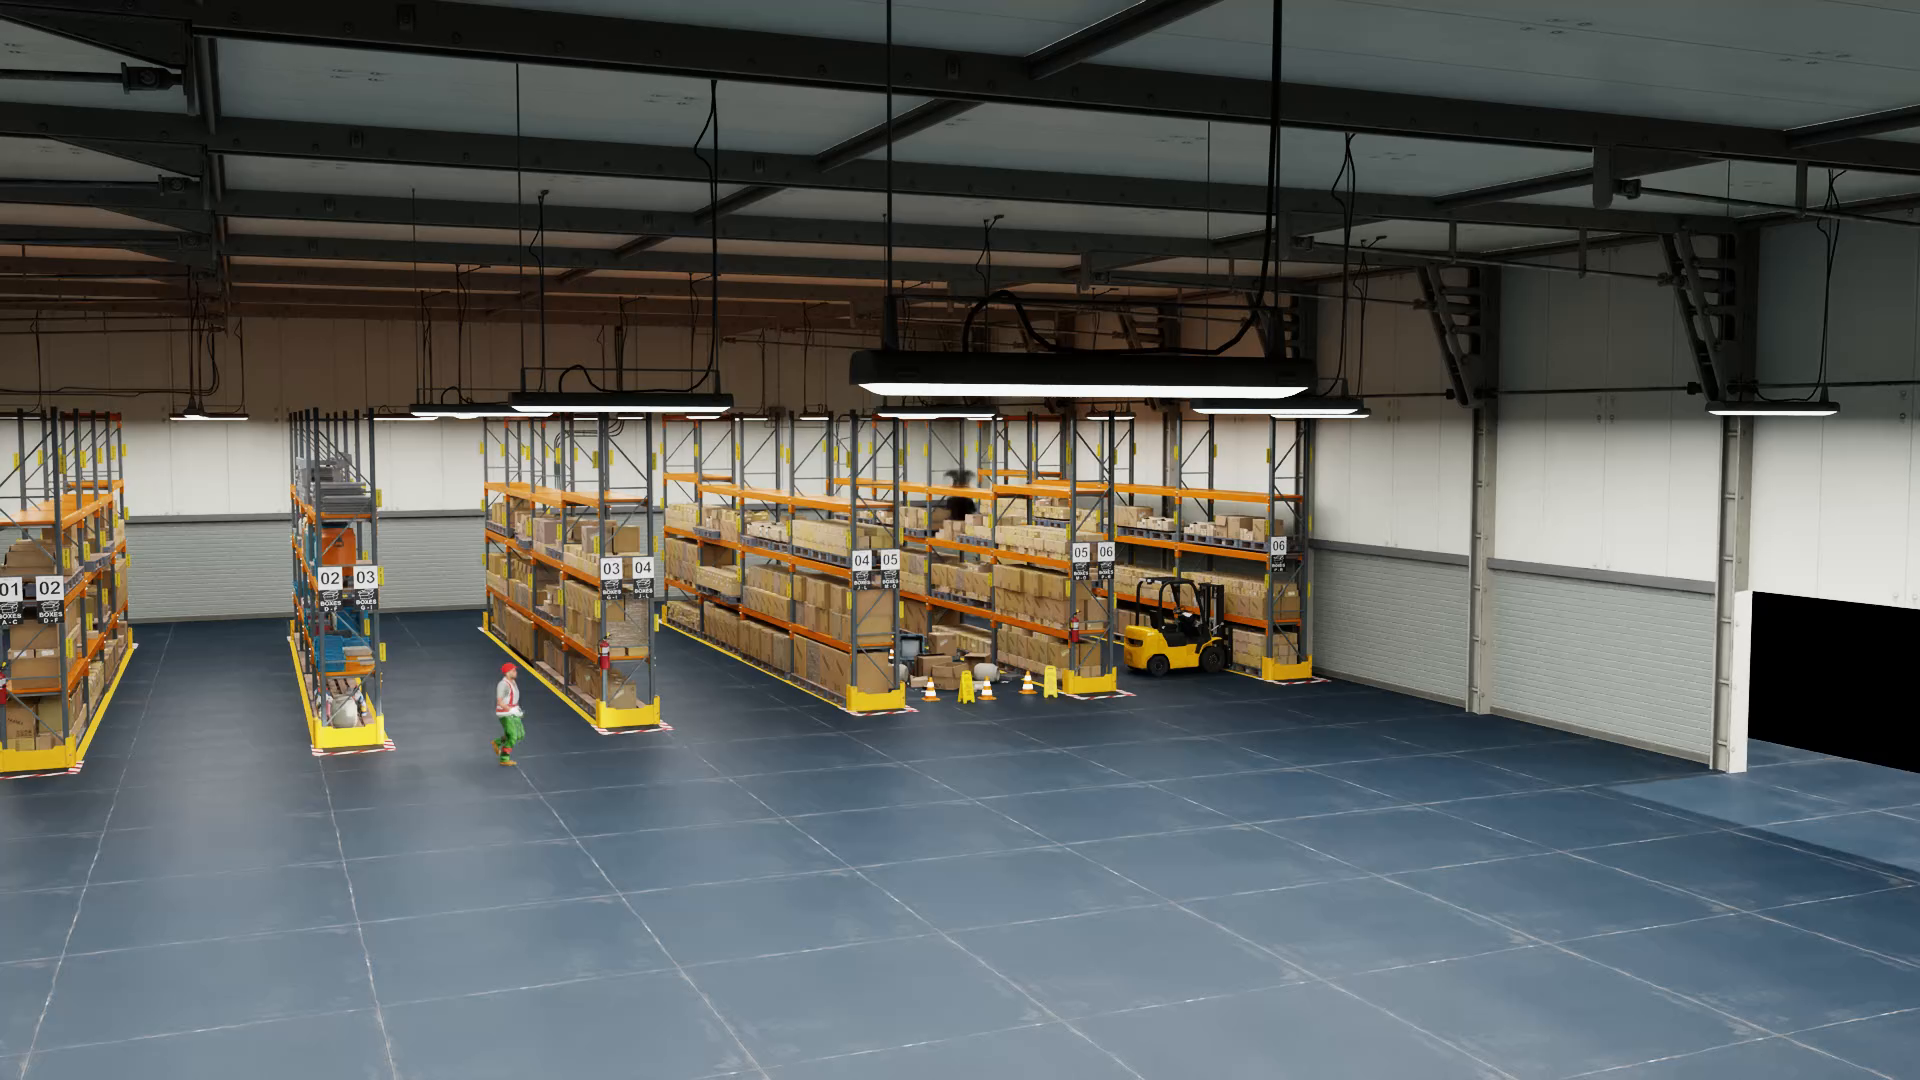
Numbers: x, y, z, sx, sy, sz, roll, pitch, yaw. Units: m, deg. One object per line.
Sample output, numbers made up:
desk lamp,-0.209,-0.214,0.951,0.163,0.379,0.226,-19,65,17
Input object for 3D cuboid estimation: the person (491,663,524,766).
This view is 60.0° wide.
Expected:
person,-7.575,2.912,27.840,0.641,1.731,0.658,0,4,4
